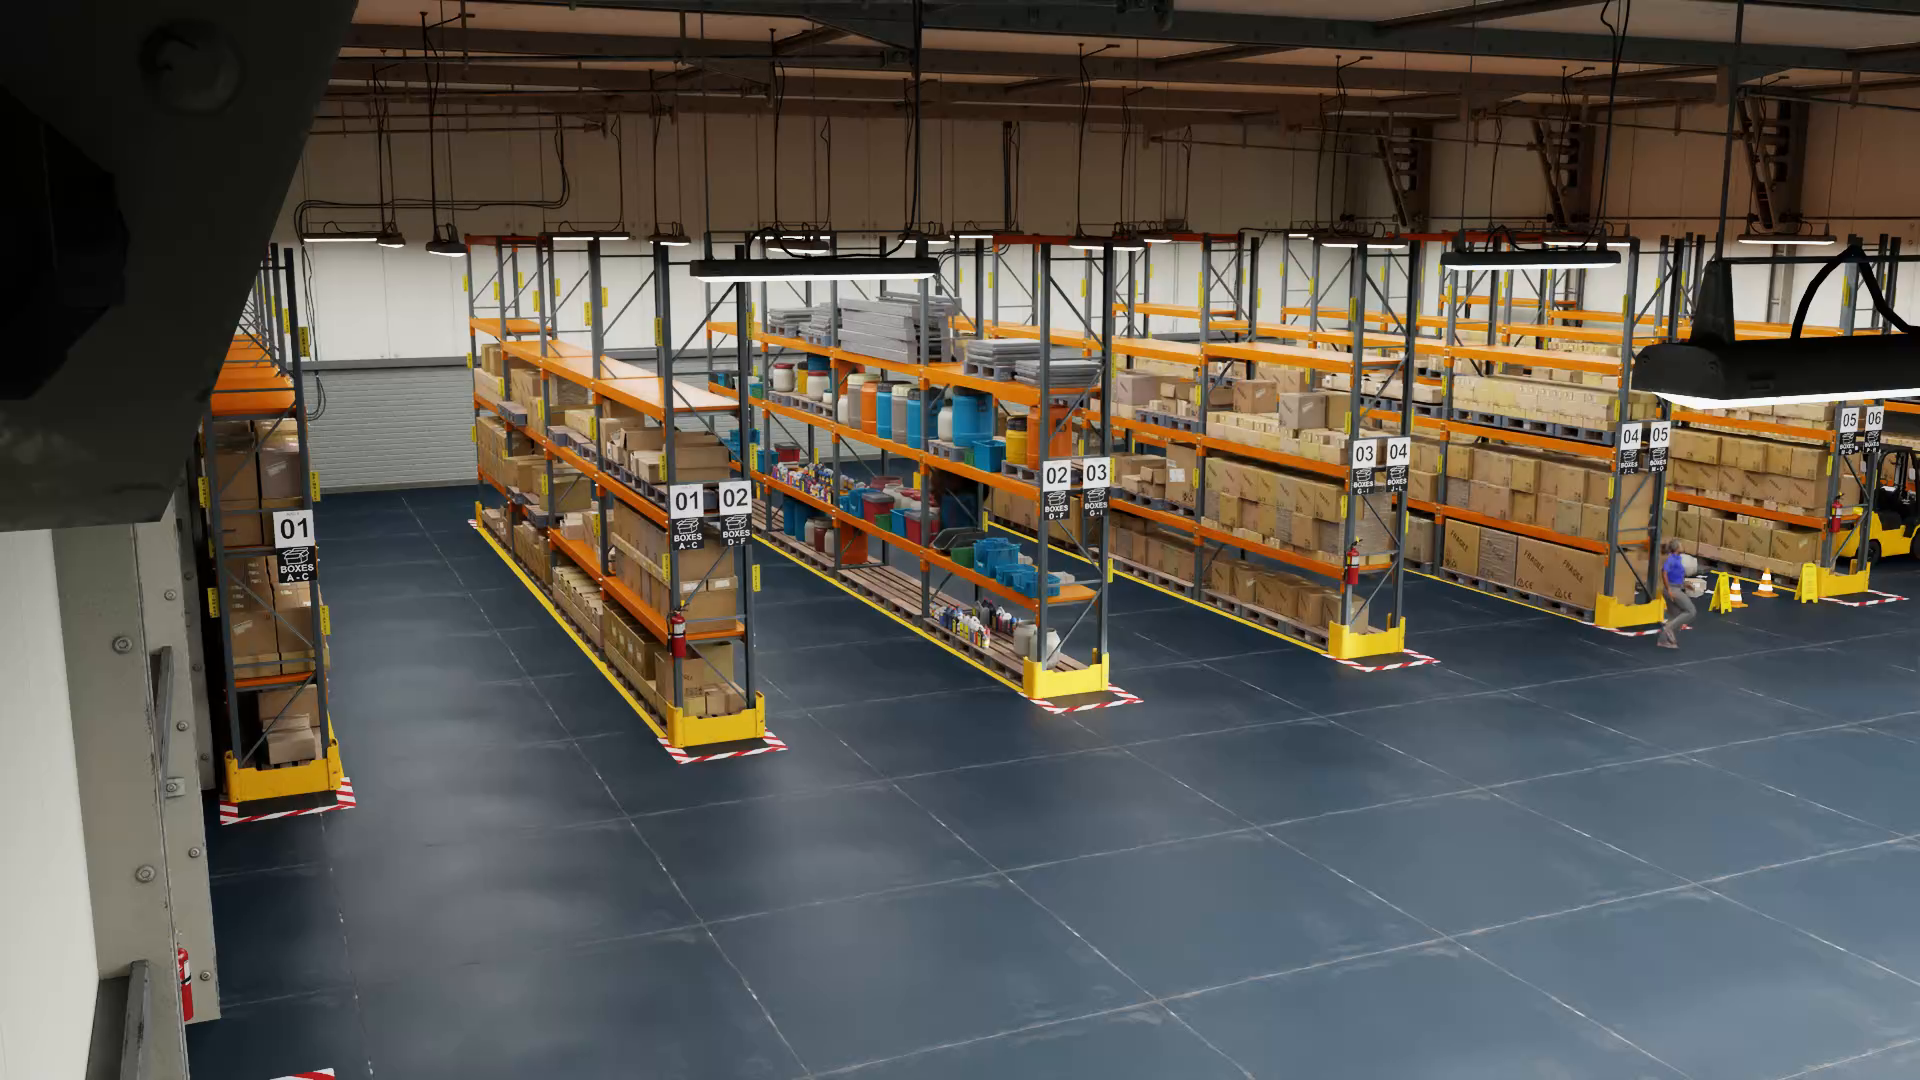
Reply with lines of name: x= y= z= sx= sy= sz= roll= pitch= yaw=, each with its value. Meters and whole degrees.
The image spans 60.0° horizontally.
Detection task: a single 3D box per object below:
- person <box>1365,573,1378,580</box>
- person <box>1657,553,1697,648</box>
person: x=7.091 y=-0.239 z=29.651 sx=0.613 sy=1.823 sz=0.894 roll=-7 pitch=13 yaw=-32
person: x=10.724 y=0.892 z=24.855 sx=0.536 sy=1.398 sz=0.562 roll=3 pitch=11 yaw=17
